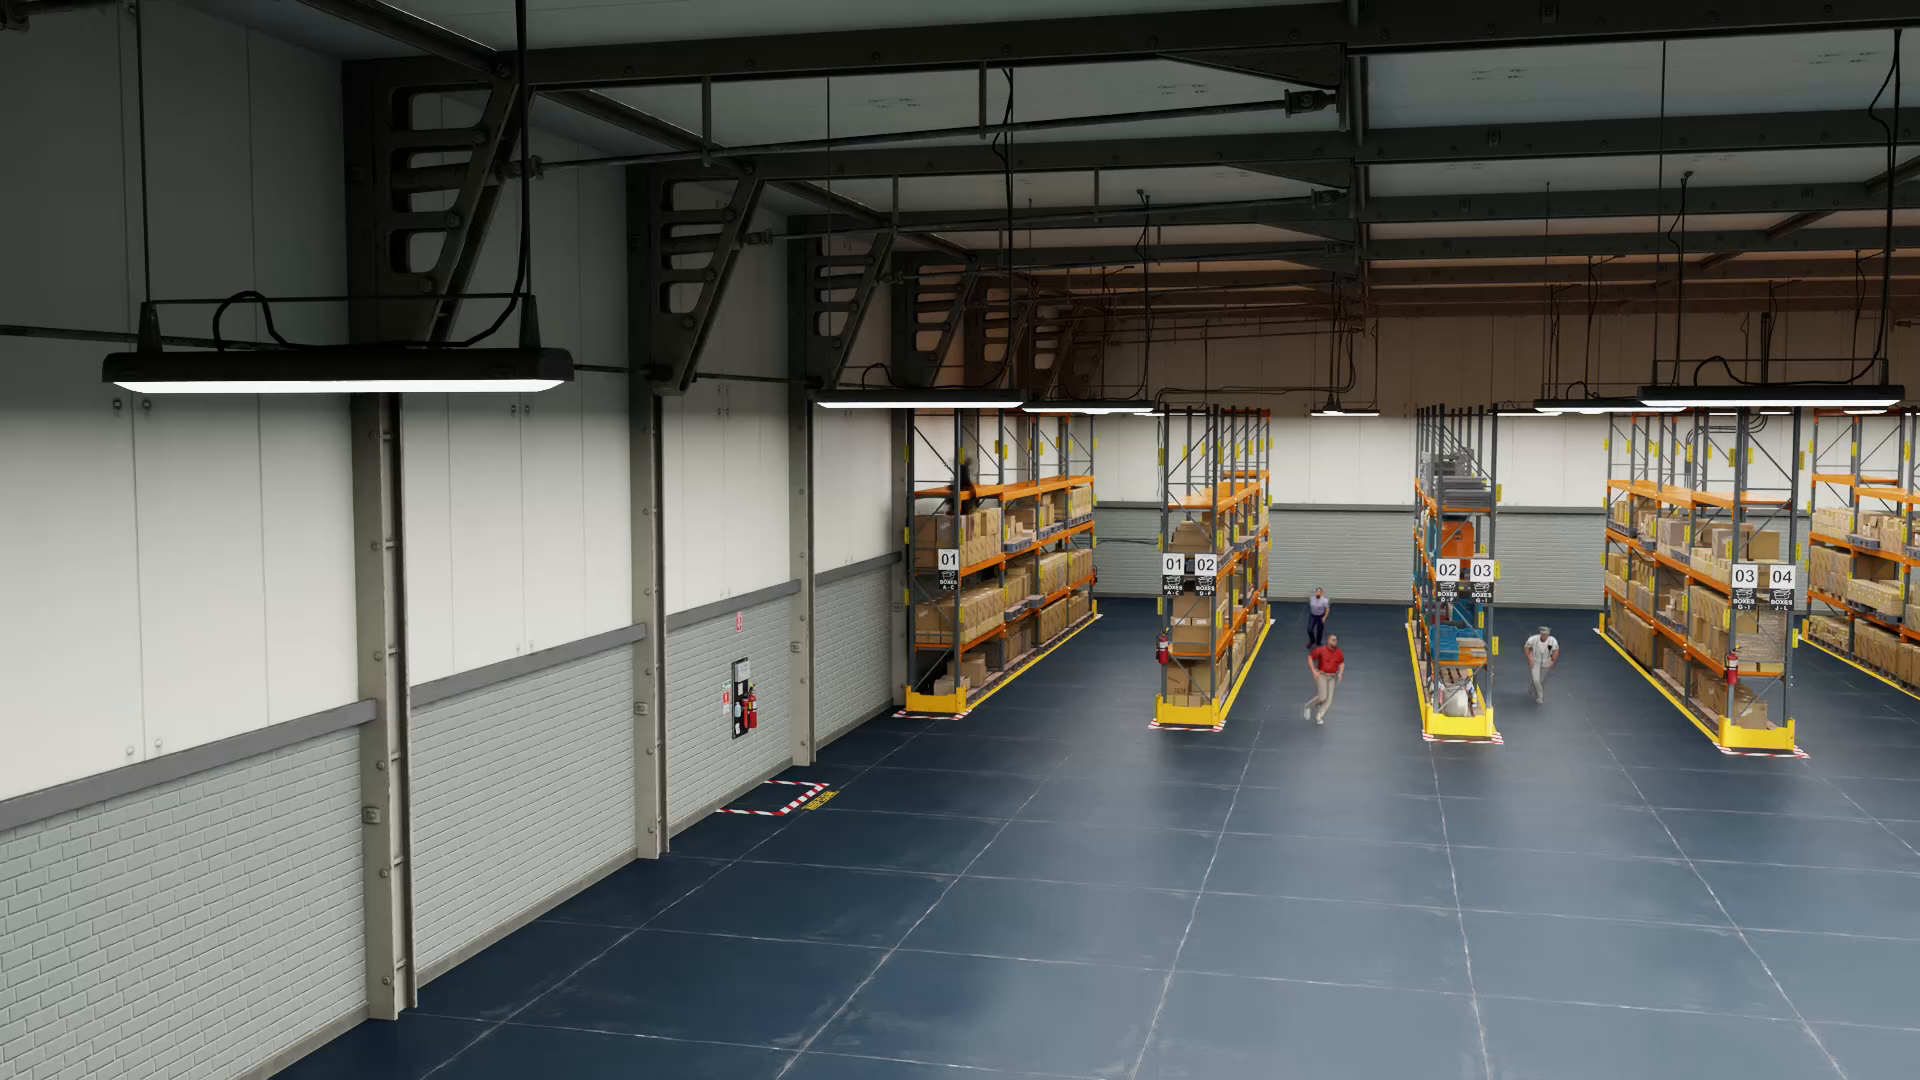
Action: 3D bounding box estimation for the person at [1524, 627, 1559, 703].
[{"bbox_3d":[11.748,2.499,33.685,0.662,1.574,1.044,0,4,7],"label":"person"}]

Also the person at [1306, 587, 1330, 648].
[{"bbox_3d":[8.846,1.939,41.052,0.595,1.588,0.707,2,5,24],"label":"person"}]

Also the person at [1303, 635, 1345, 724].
[{"bbox_3d":[6.905,2.612,31.328,0.740,1.664,0.578,-2,5,-23],"label":"person"}]
